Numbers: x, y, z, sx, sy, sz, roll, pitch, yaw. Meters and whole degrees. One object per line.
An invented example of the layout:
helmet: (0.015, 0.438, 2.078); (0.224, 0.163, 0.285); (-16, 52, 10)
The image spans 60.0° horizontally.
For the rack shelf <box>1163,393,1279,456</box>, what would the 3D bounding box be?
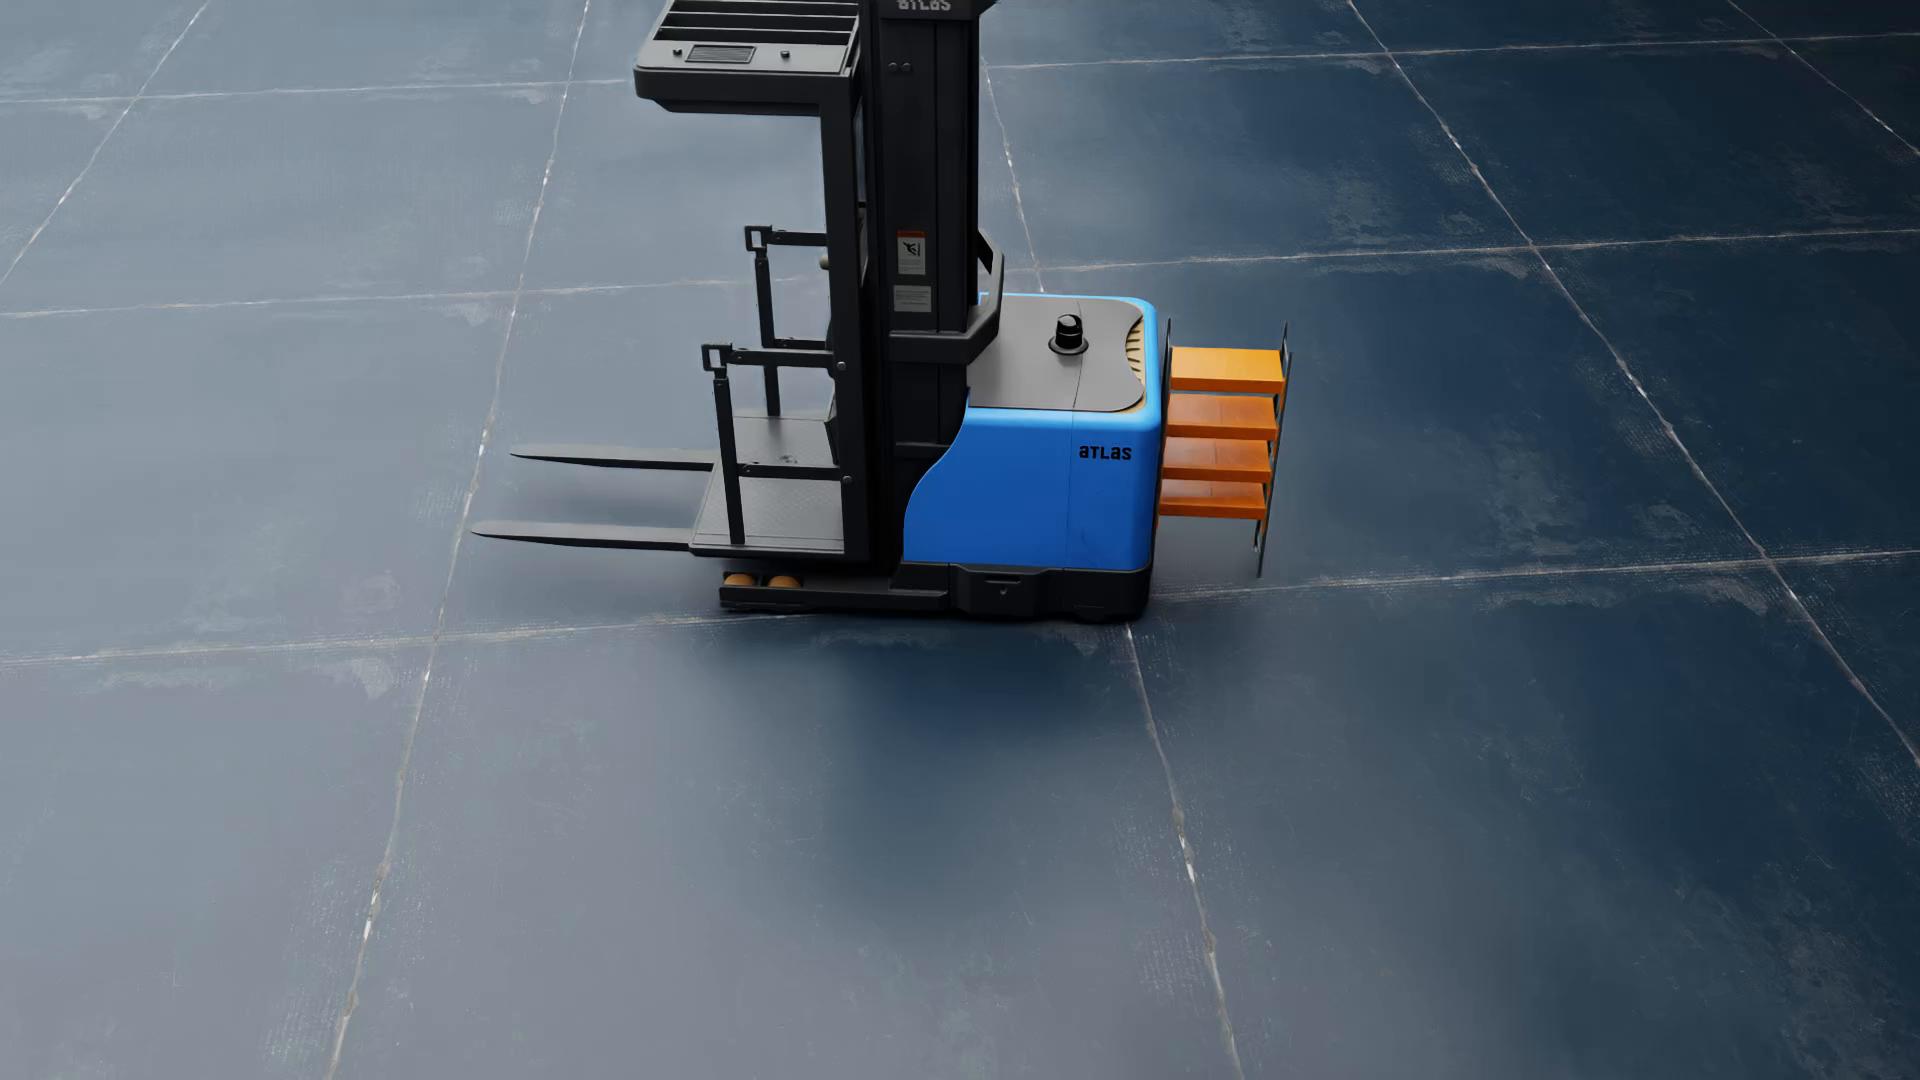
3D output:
rack shelf: (1.117, -0.504, 7.168); (0.480, 0.148, 0.258); (2, 38, 3)

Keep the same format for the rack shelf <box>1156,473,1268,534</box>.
rack shelf: (1.117, -0.173, 7.430); (0.480, 0.148, 0.258); (2, 38, 3)

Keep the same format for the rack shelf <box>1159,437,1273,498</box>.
rack shelf: (1.117, -0.329, 7.307); (0.480, 0.148, 0.258); (2, 38, 3)

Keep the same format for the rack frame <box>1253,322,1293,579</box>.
rack frame: (1.361, -0.371, 7.252); (0.015, 1.200, 0.240); (2, 38, 3)

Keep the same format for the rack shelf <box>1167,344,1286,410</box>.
rack shelf: (1.117, -0.690, 7.022); (0.480, 0.148, 0.258); (2, 38, 3)

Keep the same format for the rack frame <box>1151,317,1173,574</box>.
rack frame: (0.874, -0.392, 7.278); (0.015, 1.200, 0.240); (2, 38, 3)

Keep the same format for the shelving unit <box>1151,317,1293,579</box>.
shelving unit: (1.117, -0.382, 7.265); (0.503, 1.200, 0.258); (2, 38, 3)

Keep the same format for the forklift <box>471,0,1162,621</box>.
forklift: (-0.657, -1.153, 6.845); (3.031, 2.935, 1.130); (2, 38, 3)
